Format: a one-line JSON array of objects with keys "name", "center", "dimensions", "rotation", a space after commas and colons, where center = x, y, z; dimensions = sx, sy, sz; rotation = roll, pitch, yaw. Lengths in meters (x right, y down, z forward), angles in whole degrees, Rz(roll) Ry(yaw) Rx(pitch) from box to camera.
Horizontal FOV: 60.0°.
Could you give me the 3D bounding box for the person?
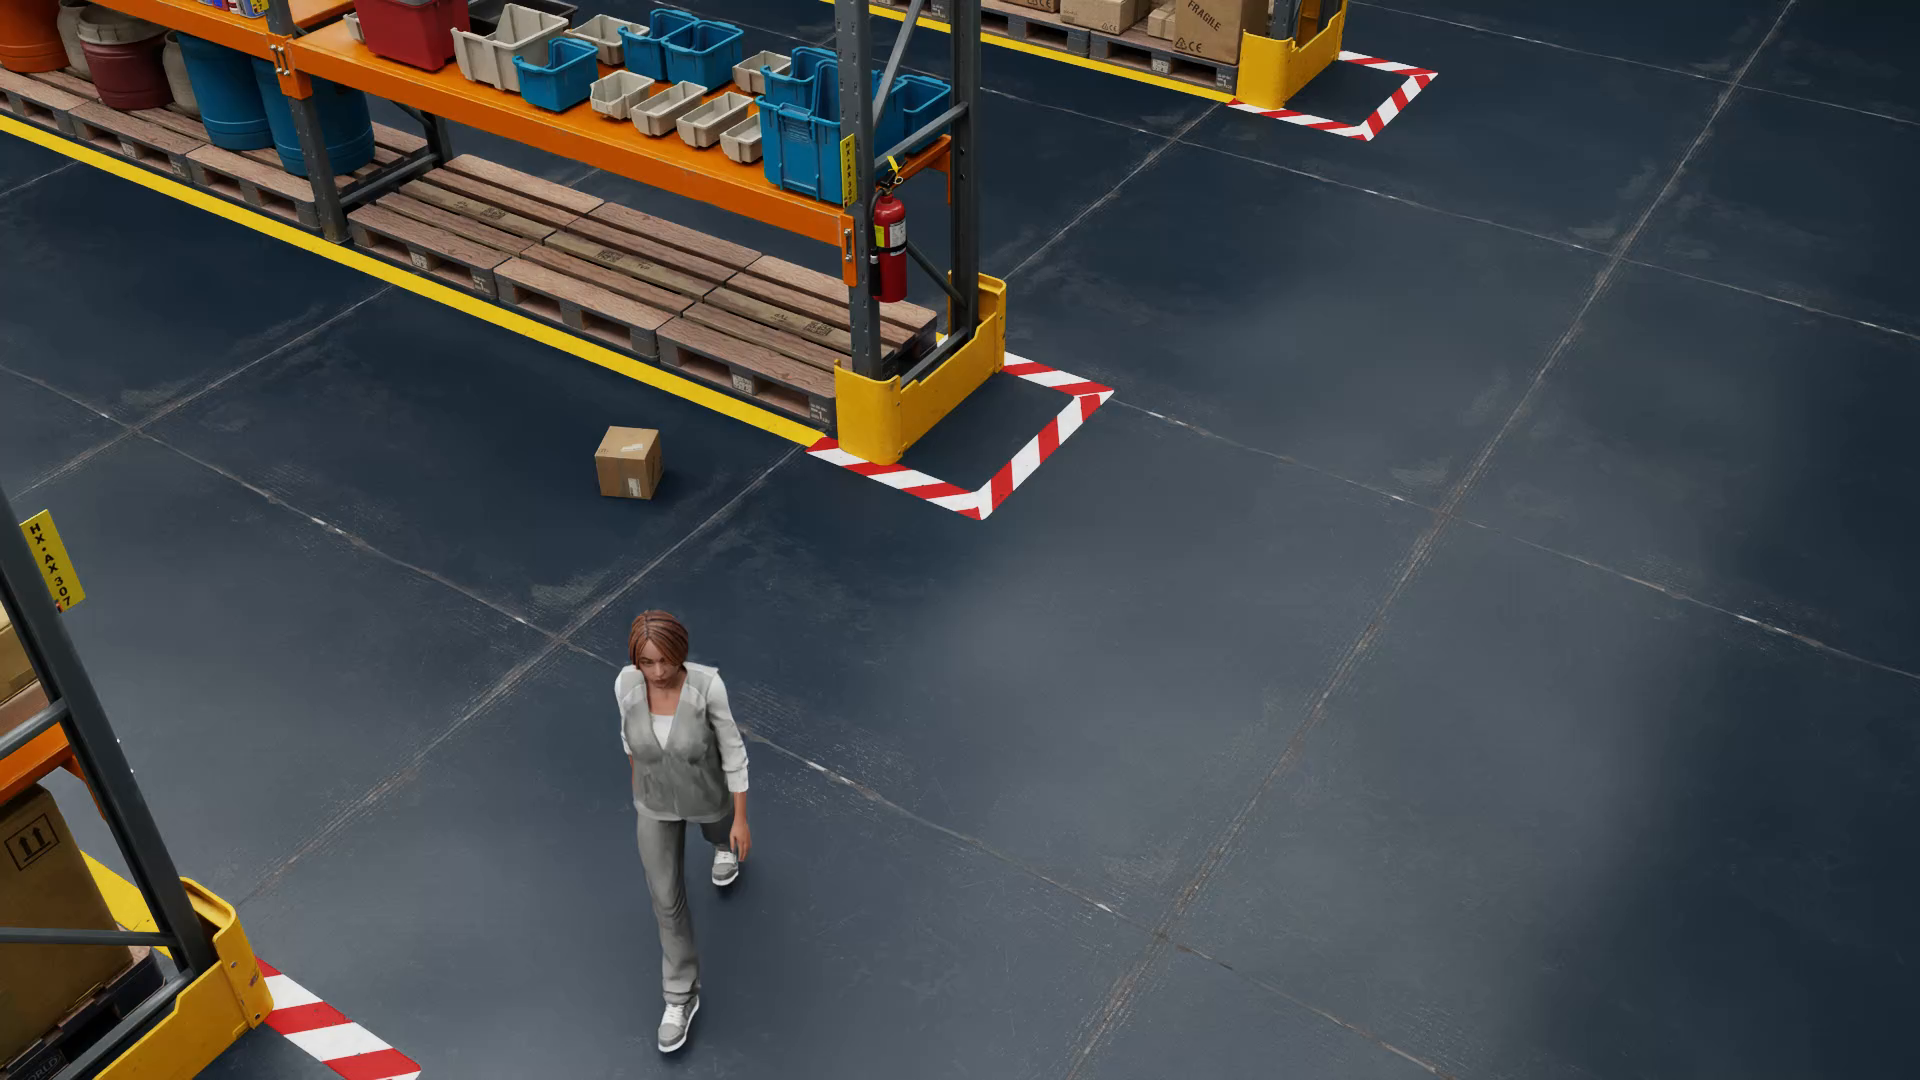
[{"name": "person", "center": [-0.911, 0.872, 5.596], "dimensions": [0.429, 1.533, 0.979], "rotation": [-3, 39, -3]}]
